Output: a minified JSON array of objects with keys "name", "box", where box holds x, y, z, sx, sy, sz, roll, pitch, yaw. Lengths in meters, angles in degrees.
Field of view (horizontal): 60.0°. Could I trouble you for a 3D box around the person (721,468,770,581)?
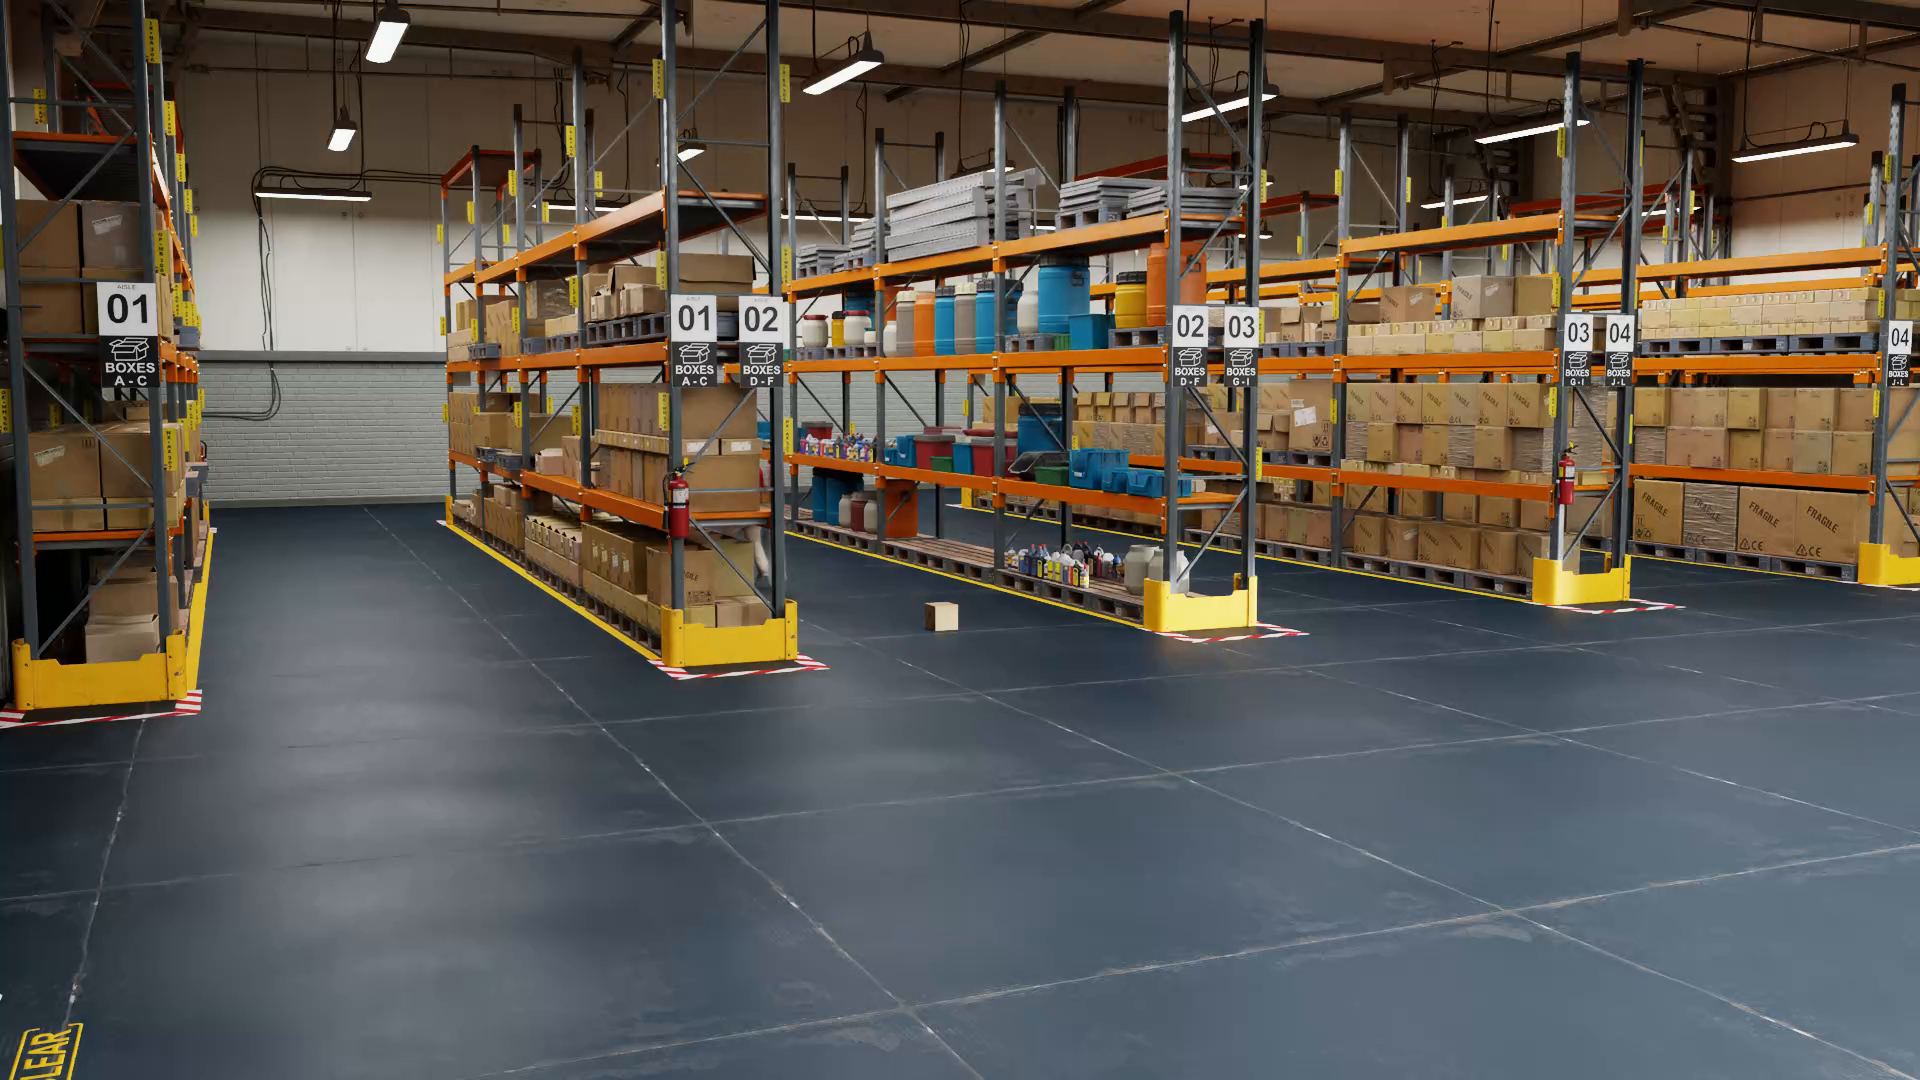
[{"name":"person","box":[-2.631,-0.309,20.182,0.549,1.679,1.007,-4,6,-35]}]
